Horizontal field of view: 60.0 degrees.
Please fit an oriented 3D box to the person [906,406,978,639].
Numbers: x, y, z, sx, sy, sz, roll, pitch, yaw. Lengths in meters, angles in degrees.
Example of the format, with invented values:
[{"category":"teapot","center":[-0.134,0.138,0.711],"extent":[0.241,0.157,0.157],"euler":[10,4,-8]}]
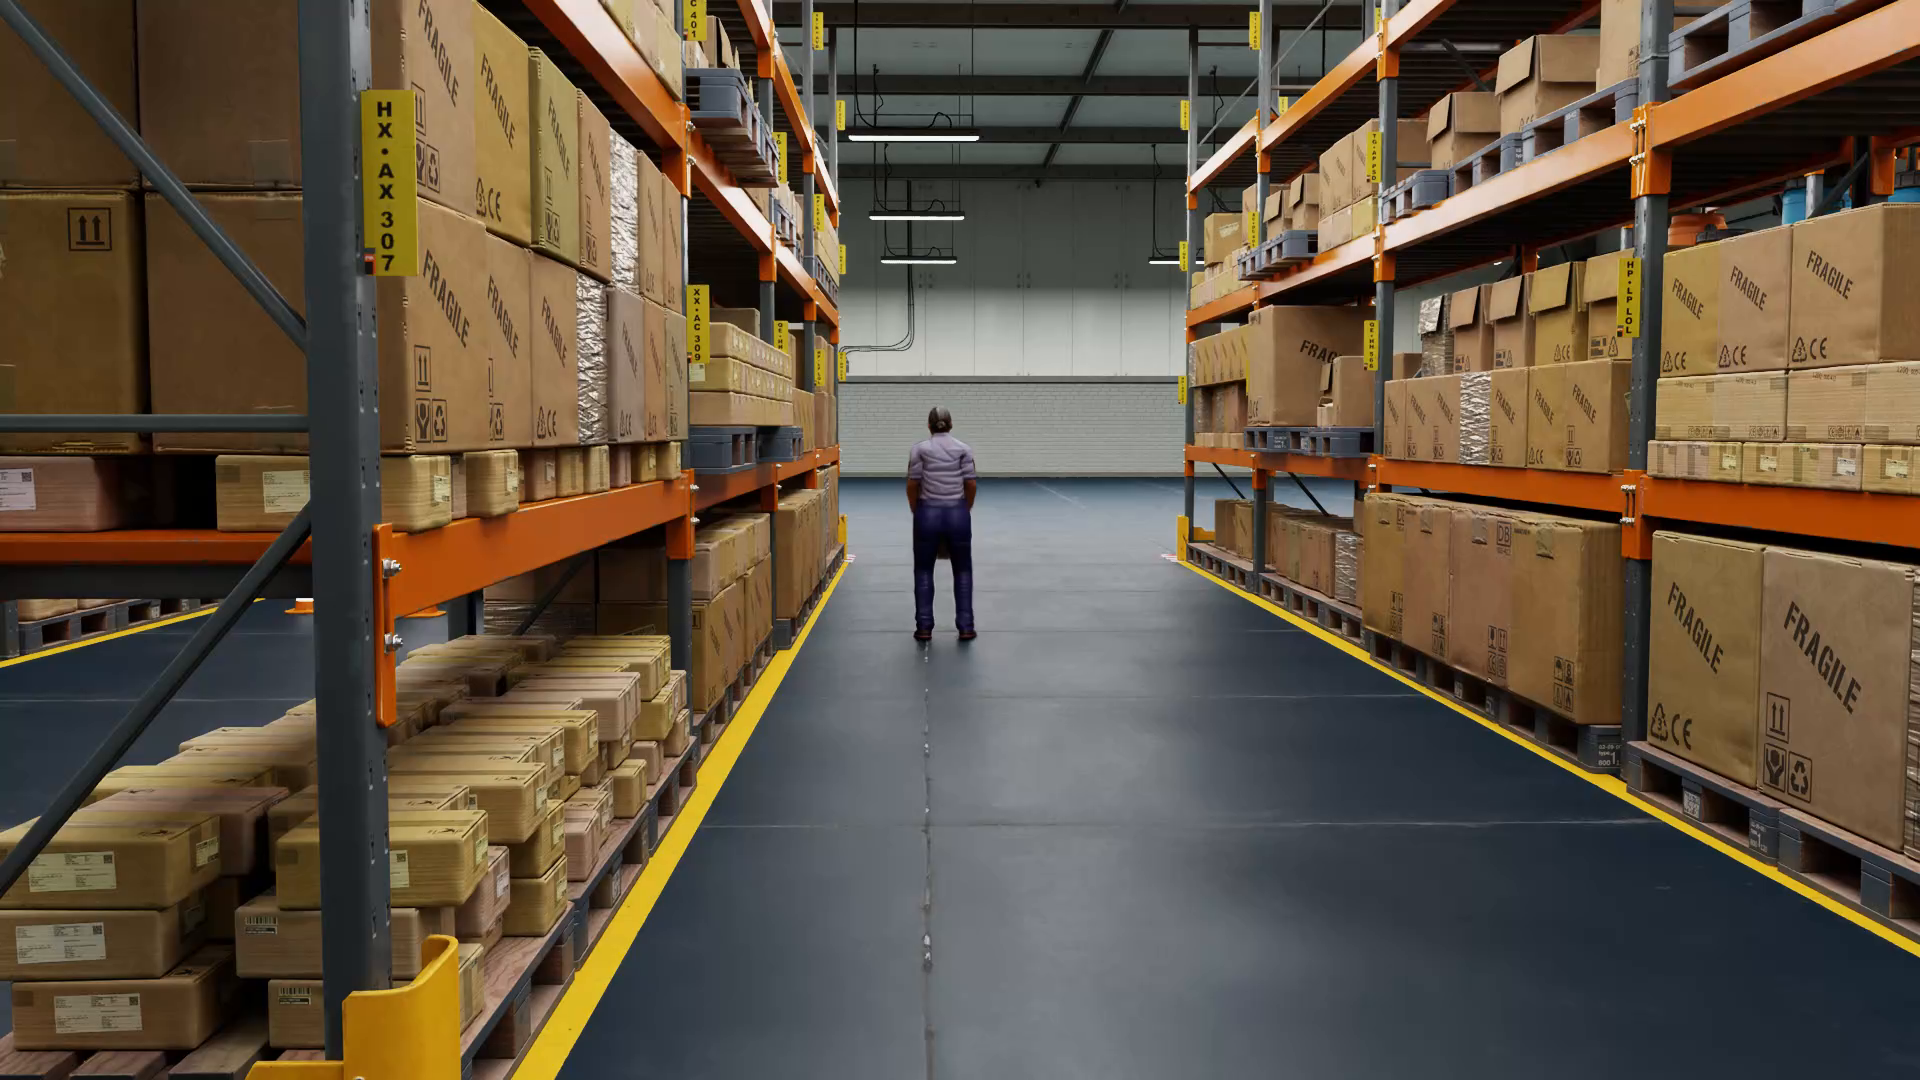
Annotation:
[{"category":"person","center":[-0.122,-0.121,11.816],"extent":[0.512,1.656,0.384],"euler":[0,4,-3]}]
